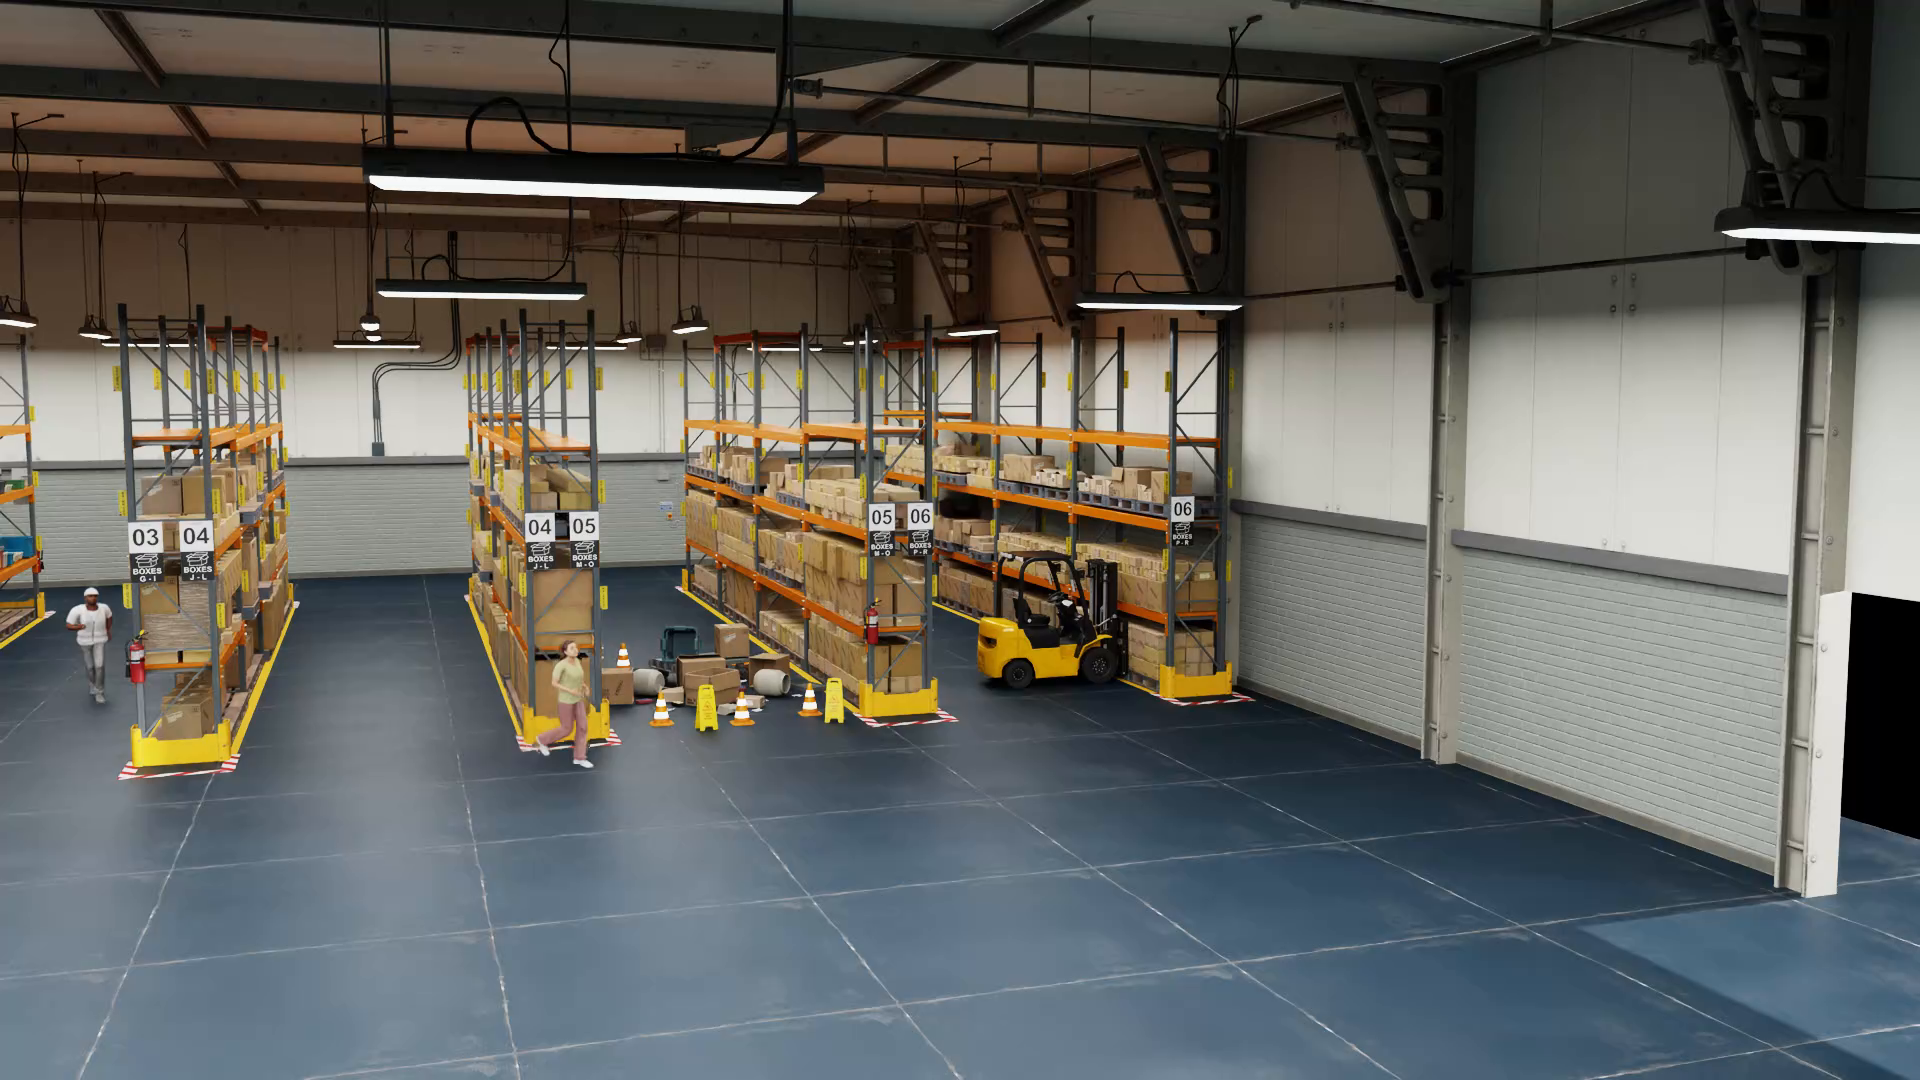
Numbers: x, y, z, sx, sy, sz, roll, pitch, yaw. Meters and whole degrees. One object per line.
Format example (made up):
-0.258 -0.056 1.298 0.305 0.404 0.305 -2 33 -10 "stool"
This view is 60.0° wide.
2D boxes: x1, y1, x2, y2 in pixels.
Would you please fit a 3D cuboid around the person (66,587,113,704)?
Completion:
-13.687 1.641 26.176 0.670 1.809 0.869 -3 6 -29 "person"

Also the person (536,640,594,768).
-5.144 2.127 21.791 0.849 1.665 0.587 3 6 29 "person"

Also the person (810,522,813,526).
-3.455 0.299 38.282 0.575 1.673 0.936 -2 6 -16 "person"
